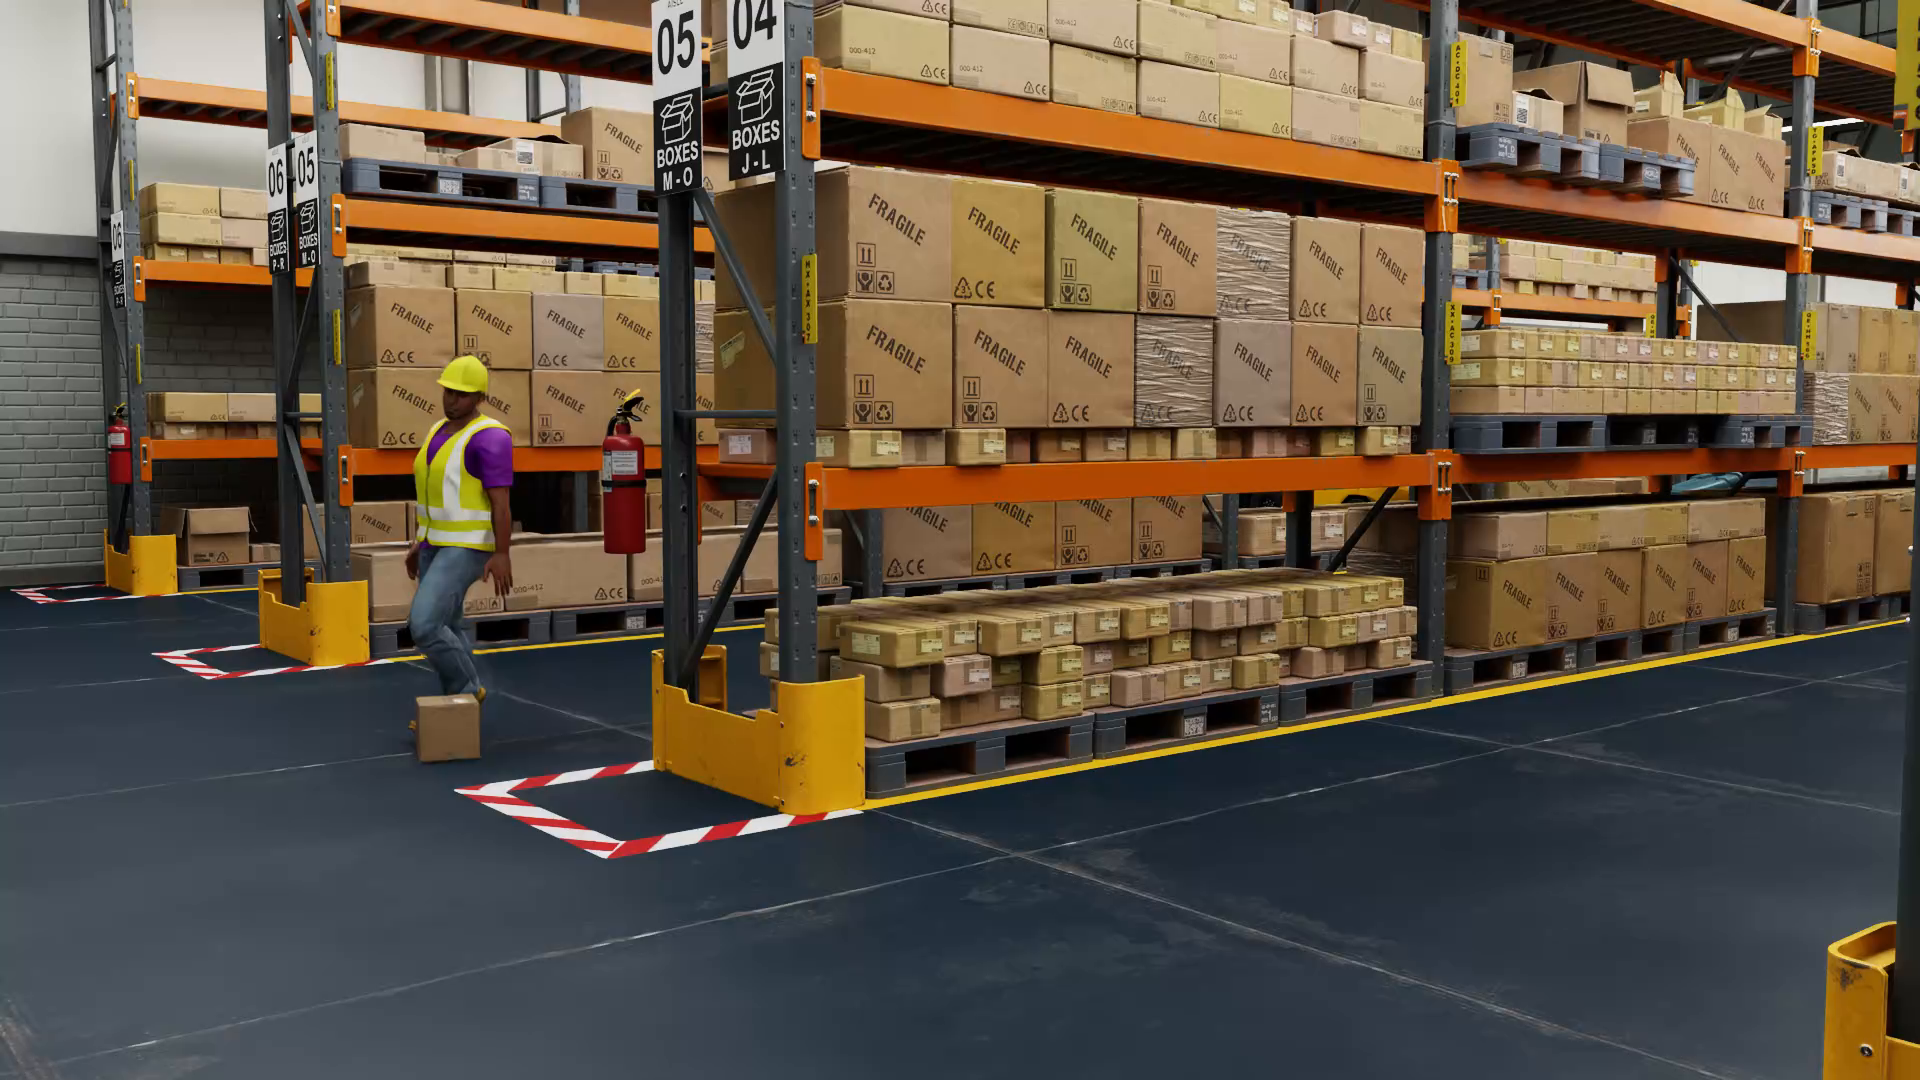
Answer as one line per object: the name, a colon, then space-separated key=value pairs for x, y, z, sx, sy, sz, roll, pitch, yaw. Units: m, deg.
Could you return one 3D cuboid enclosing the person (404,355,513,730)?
person: x=-2.335 y=0.046 z=7.549 sx=0.474 sy=1.762 sz=0.673 roll=-4 pitch=6 yaw=-45
